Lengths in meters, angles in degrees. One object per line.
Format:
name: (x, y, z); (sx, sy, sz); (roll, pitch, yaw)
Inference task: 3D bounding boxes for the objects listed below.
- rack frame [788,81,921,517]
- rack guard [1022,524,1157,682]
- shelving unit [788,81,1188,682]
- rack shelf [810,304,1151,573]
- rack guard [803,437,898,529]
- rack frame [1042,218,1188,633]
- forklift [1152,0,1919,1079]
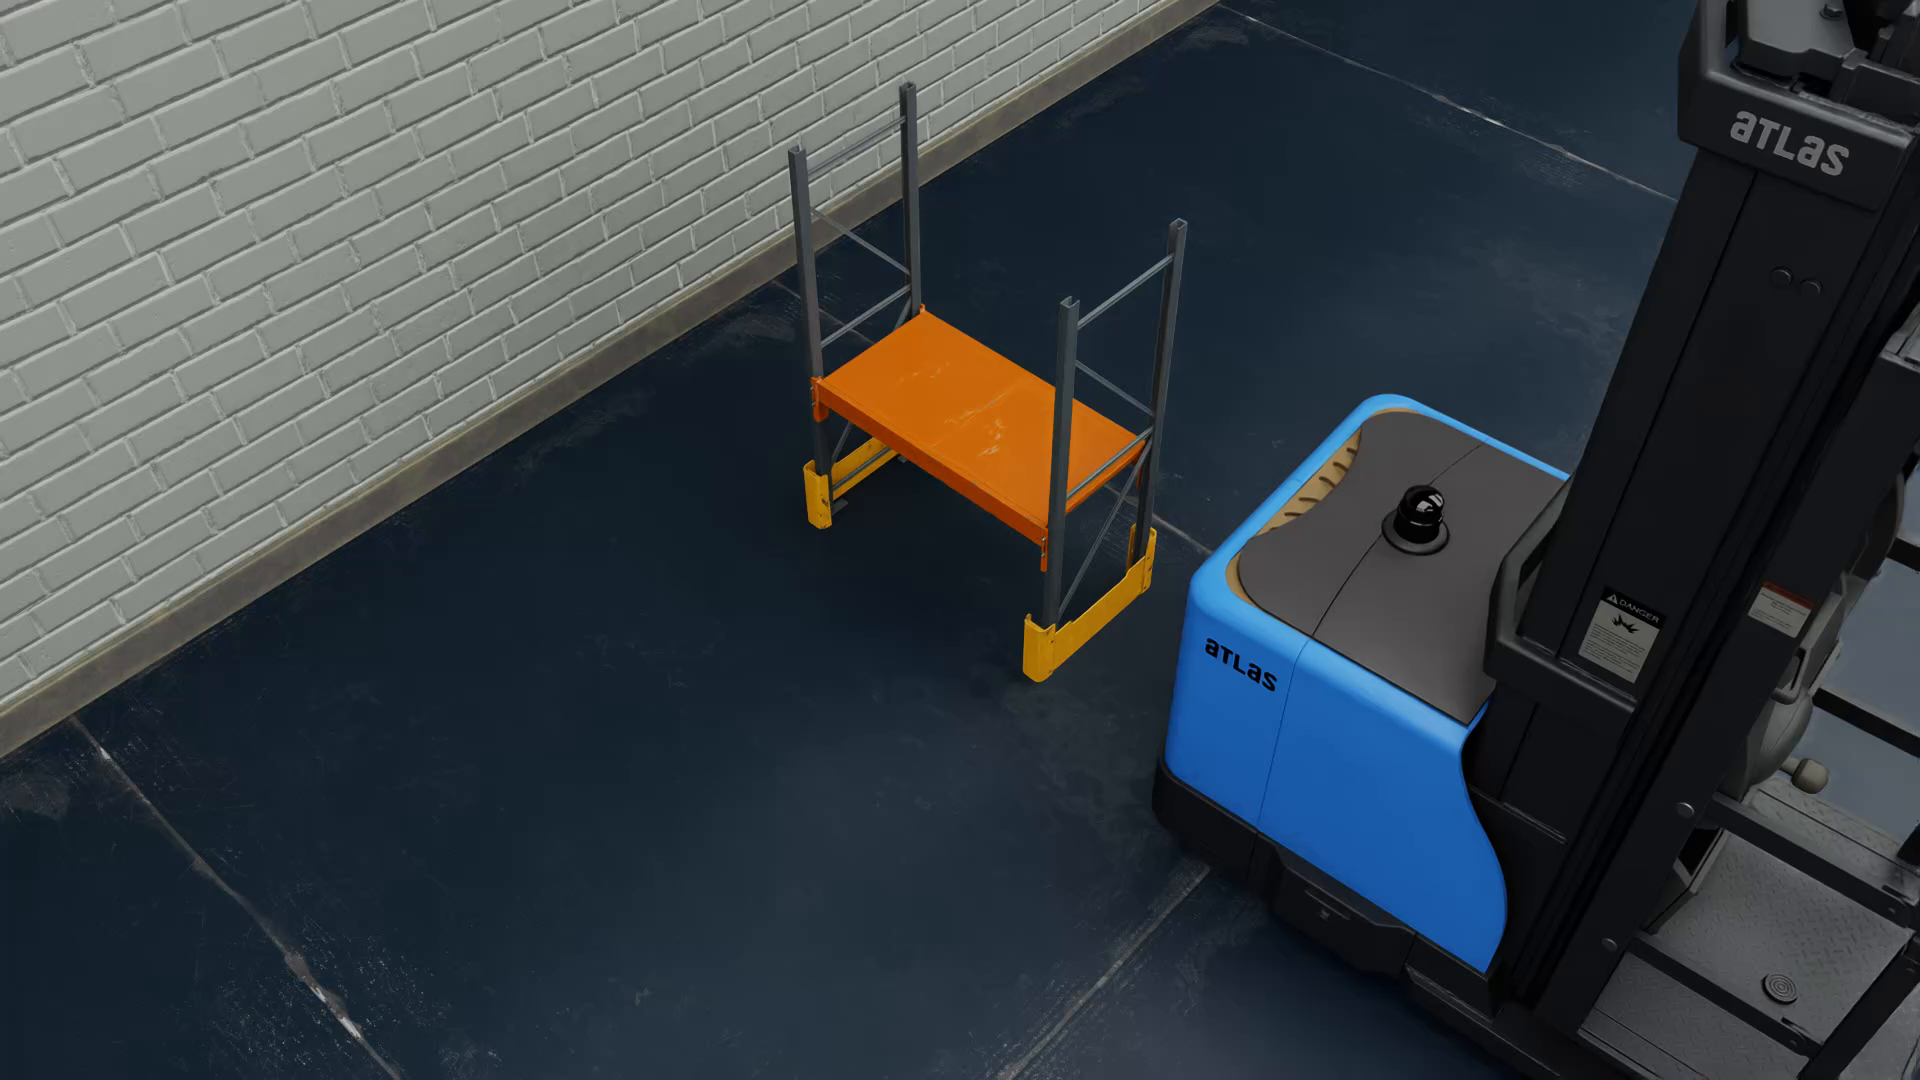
rack frame: (-0.311, -0.723, 5.400); (0.032, 1.500, 0.500); (34, 55, 28)
rack guard: (0.422, 0.198, 5.392); (0.087, 0.250, 0.587); (34, 55, 28)
shelving unit: (0.056, -0.476, 5.168); (1.083, 1.500, 0.587); (34, 55, 28)
rack shelf: (0.063, -0.348, 5.295); (1.000, 0.185, 0.538); (34, 55, 28)
rack guard: (-0.310, -0.294, 5.855); (0.087, 0.250, 0.587); (34, 55, 28)
rack frame: (0.436, -0.220, 4.928); (0.032, 1.500, 0.500); (34, 55, 28)
forklift: (2.024, 0.250, 3.505); (3.031, 2.935, 1.130); (31, 54, 26)
